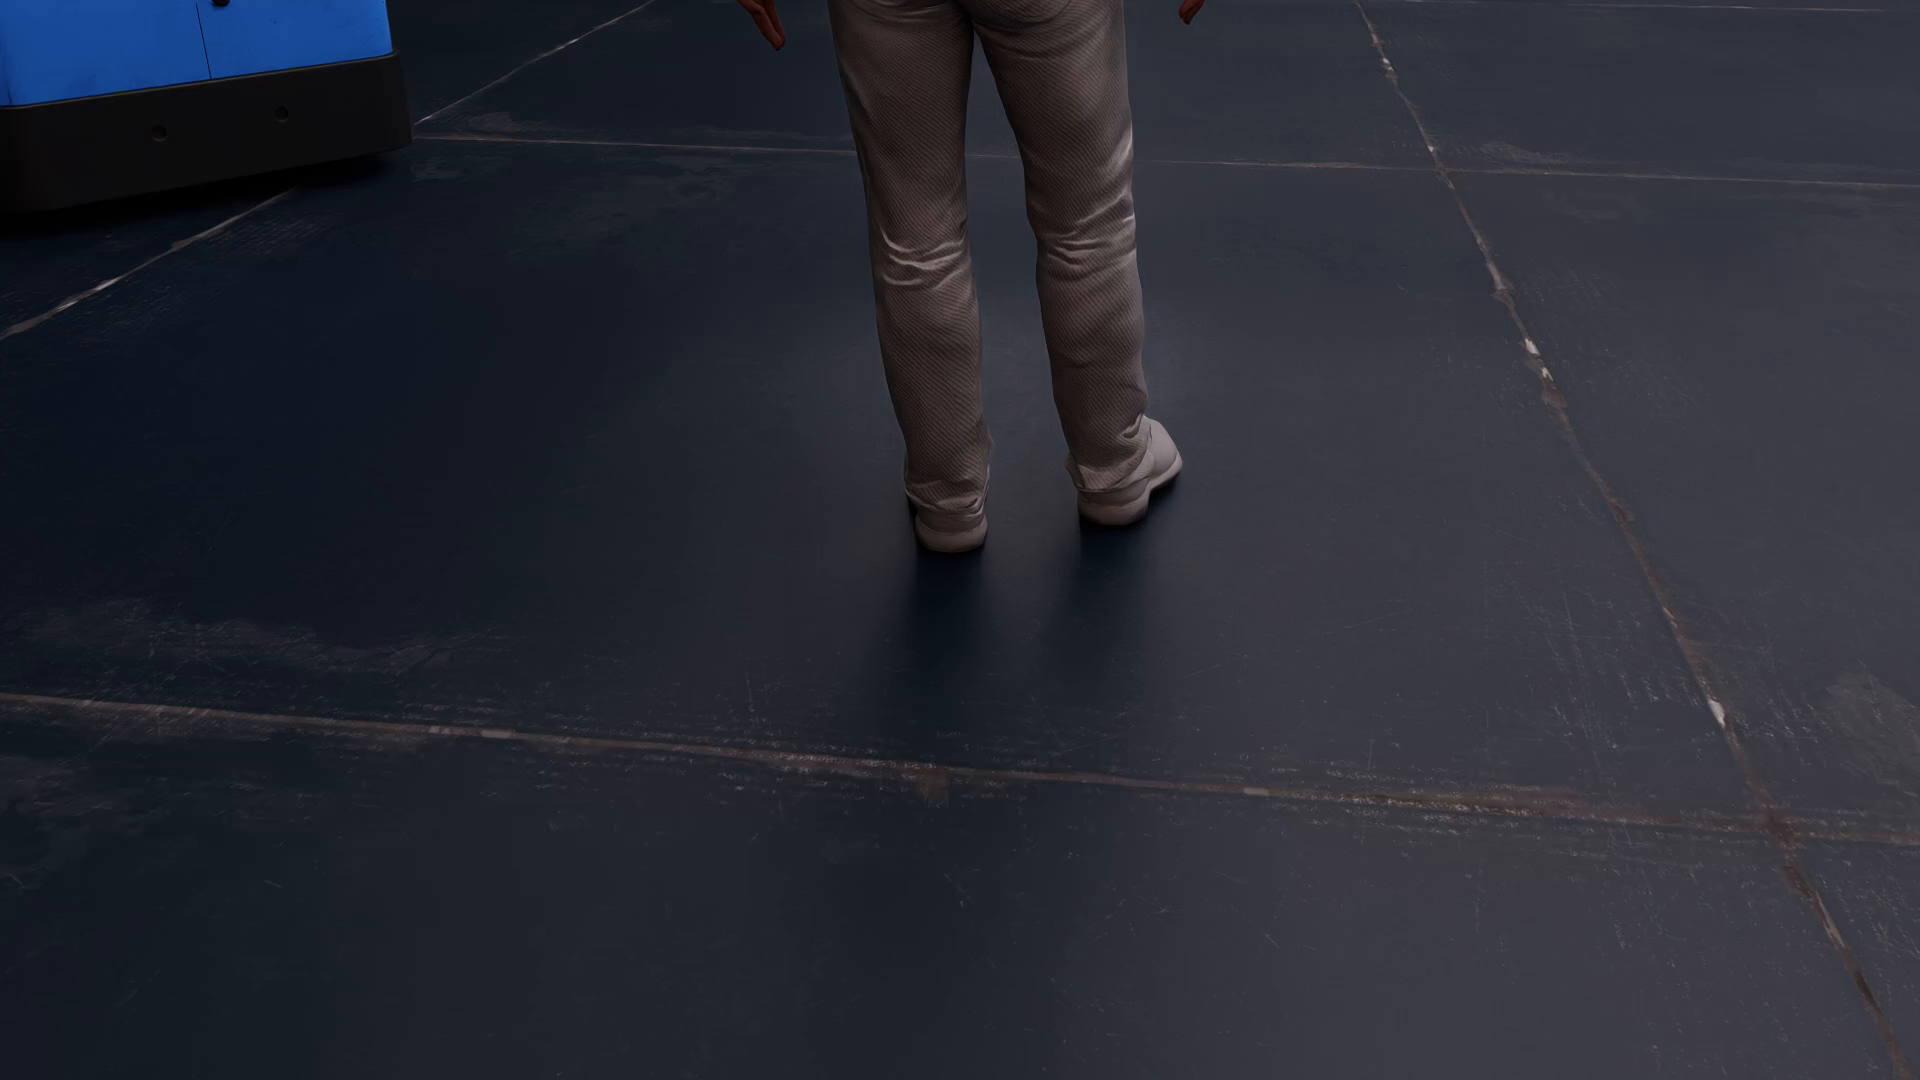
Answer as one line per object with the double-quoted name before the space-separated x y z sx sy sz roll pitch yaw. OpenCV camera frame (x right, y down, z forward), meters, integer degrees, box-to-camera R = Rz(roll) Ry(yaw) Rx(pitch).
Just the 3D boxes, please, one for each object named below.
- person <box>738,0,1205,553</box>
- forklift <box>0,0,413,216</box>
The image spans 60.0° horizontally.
"person" 0.015 -0.827 2.164 0.665 1.768 0.575 3 27 7
"forklift" -2.854 -2.637 4.504 1.130 2.935 3.031 -23 35 -38
